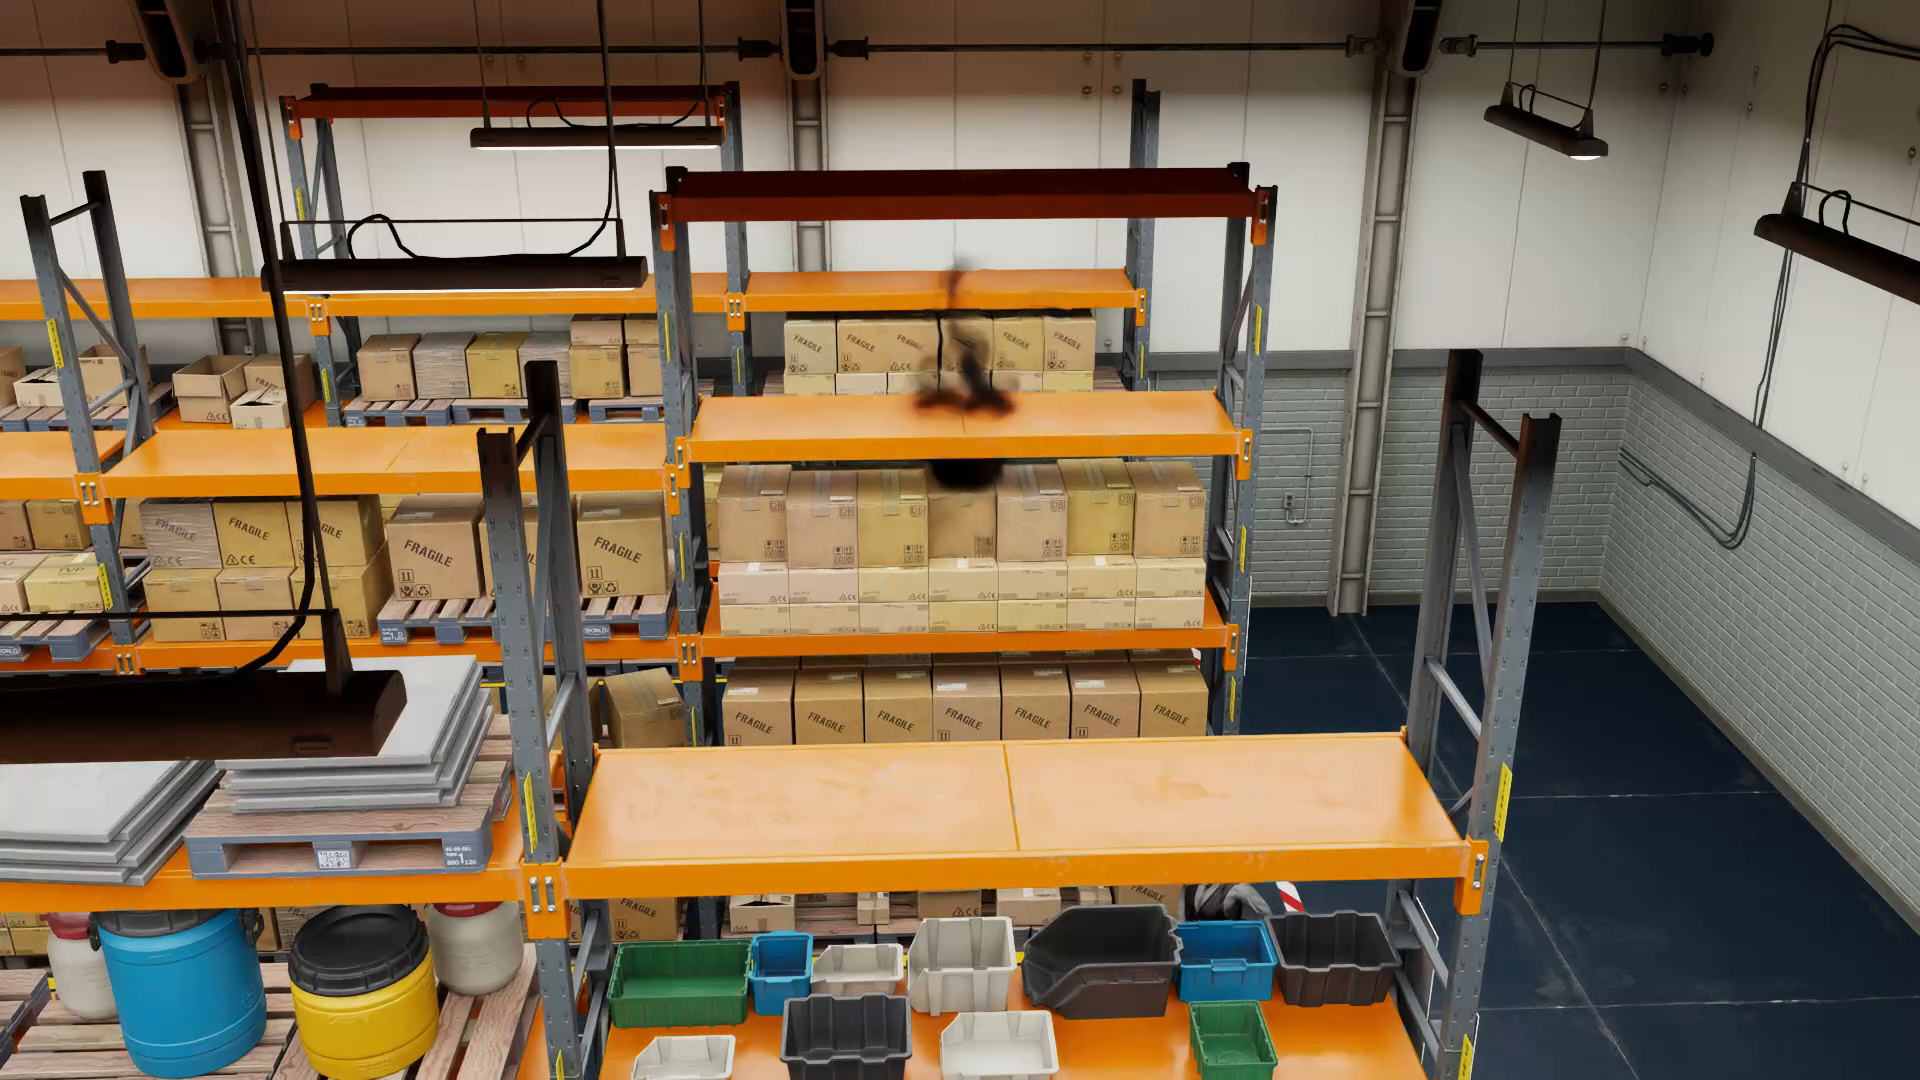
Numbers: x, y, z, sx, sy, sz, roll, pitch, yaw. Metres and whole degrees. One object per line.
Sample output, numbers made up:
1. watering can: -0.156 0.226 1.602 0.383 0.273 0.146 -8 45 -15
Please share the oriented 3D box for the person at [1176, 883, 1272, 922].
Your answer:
1. person: 1.729 2.912 11.691 0.871 1.712 0.656 -13 25 -28
